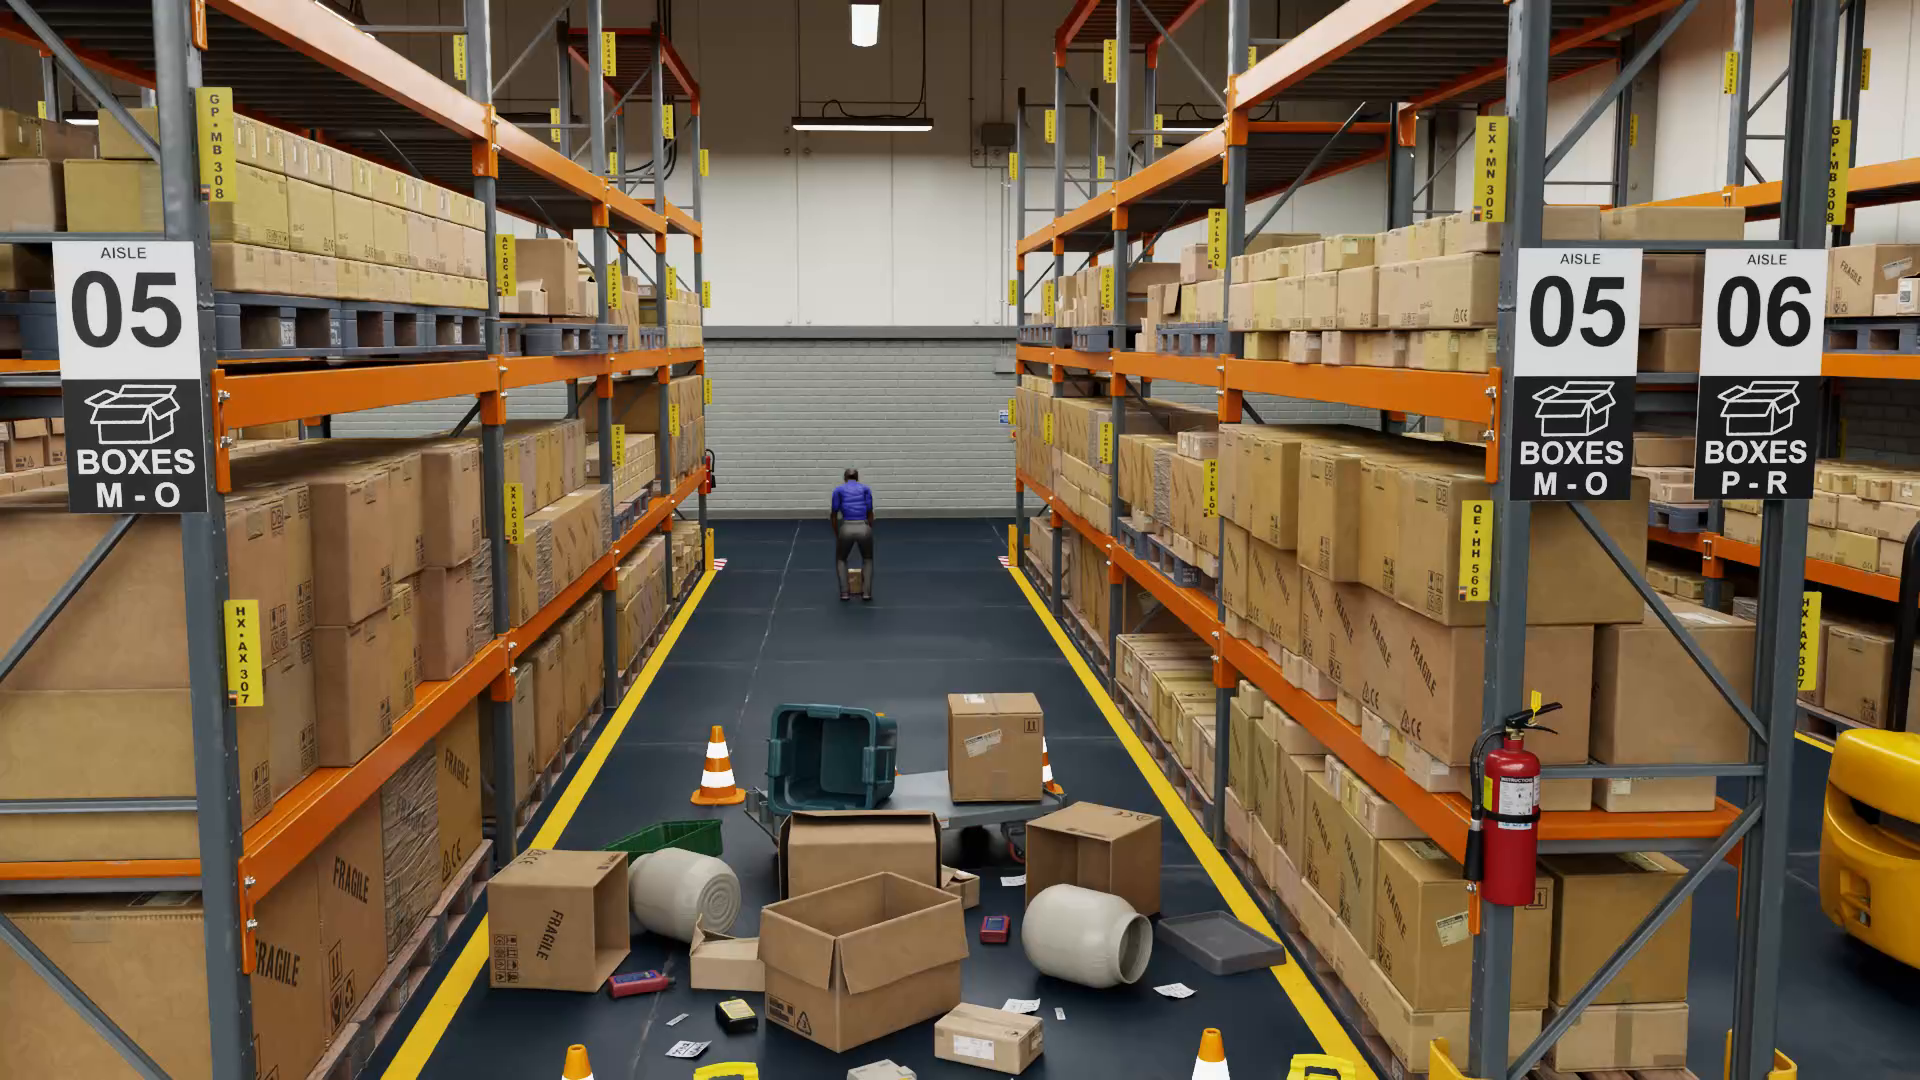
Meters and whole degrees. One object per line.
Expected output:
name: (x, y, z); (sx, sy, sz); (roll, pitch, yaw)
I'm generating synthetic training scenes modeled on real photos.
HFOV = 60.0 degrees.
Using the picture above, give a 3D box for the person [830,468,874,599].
person: (-1.210, -0.063, 18.641); (0.490, 1.465, 0.555); (0, 7, -3)
